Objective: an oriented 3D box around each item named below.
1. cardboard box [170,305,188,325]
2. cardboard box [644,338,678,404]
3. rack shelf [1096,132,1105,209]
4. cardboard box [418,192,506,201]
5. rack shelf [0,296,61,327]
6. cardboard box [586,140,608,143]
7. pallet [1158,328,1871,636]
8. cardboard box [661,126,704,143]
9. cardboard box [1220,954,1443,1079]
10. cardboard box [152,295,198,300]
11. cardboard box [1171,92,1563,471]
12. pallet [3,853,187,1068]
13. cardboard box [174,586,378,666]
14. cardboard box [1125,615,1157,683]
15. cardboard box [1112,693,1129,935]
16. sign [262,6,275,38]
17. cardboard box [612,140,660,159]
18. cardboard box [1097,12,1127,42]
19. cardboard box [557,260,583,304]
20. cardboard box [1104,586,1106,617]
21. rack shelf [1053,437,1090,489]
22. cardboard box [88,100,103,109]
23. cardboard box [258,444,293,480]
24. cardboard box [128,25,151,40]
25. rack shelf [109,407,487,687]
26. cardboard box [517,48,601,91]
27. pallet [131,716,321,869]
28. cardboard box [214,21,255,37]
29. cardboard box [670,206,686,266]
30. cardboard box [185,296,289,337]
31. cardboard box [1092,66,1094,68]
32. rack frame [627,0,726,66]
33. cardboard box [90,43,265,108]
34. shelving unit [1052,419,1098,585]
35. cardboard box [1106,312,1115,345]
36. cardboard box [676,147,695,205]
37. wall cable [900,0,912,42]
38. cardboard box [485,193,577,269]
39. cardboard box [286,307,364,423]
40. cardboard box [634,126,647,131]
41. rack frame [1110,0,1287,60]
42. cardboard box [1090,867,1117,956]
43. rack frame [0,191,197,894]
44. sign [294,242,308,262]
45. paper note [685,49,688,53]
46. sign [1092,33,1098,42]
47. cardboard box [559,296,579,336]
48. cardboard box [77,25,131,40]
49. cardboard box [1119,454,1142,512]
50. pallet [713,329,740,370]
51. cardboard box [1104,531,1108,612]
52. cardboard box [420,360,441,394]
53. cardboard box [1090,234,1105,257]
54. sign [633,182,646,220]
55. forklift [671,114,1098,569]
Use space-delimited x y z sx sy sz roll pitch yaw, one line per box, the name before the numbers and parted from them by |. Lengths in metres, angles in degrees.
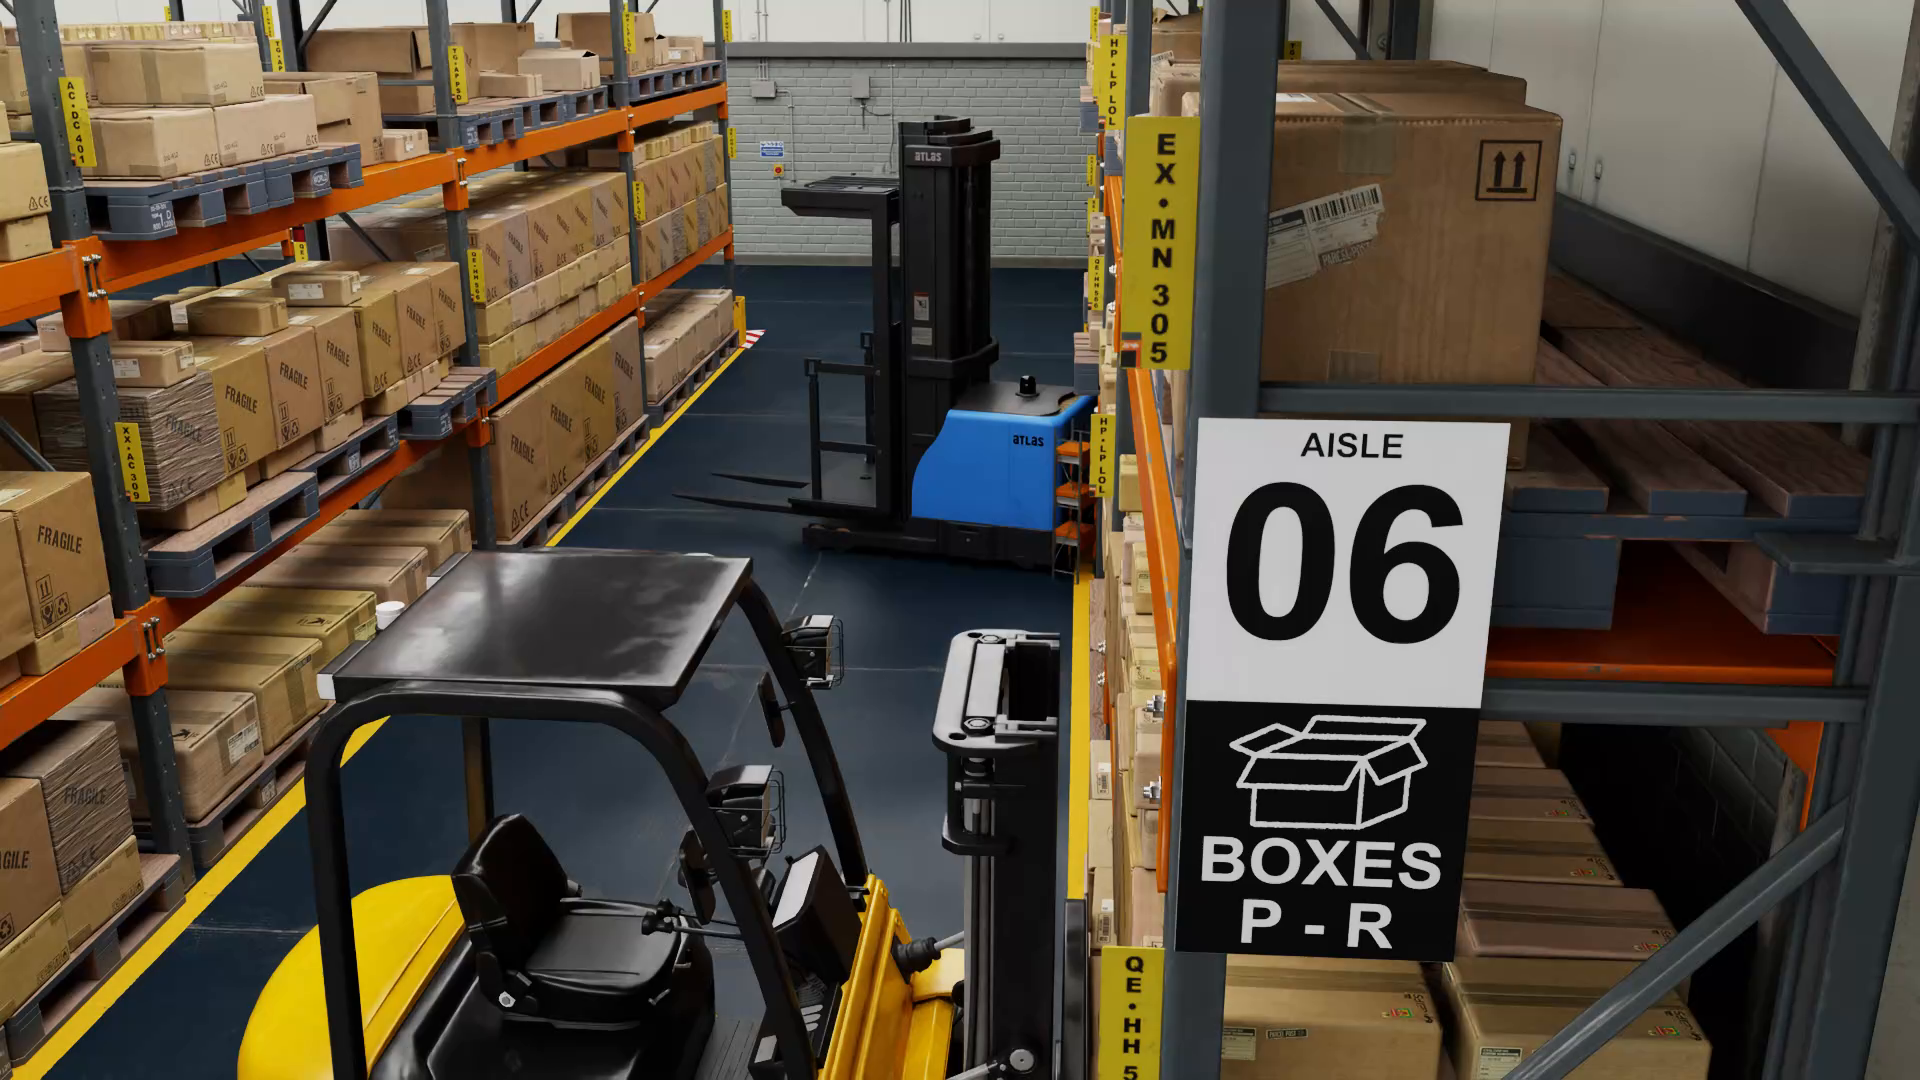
cardboard box | -3.944 -0.923 8.610 0.500 0.500 0.500 1 18 2
cardboard box | -3.136 -1.568 15.332 0.875 0.438 0.875 1 18 3
rack shelf | 1.519 -2.746 11.826 1.077 0.370 4.000 1 18 4
cardboard box | -3.685 -2.311 12.392 0.500 0.500 0.500 1 18 3
rack shelf | -8.376 -1.510 12.869 1.077 0.370 4.000 1 18 4
cardboard box | -3.429 -3.563 15.172 0.380 0.149 0.250 1 18 3
pallet | 0.879 -0.160 2.917 1.003 0.211 1.213 1 18 4
cardboard box | -2.816 -4.112 16.848 0.380 0.149 0.250 2 18 5
cardboard box | 0.618 0.830 2.893 0.380 0.149 0.250 1 18 4
cardboard box | -8.368 -2.524 17.757 0.380 0.149 0.250 1 18 4
cardboard box | 0.591 -0.420 2.575 0.500 0.500 0.500 2 18 6
pallet | -3.875 1.625 6.623 1.003 0.211 1.213 1 18 4
cardboard box | -3.731 0.538 9.010 0.950 0.372 0.625 2 18 6
cardboard box | 0.684 0.335 4.881 0.380 0.149 0.250 1 18 2
cardboard box | 0.684 0.760 4.625 0.500 0.500 0.500 1 18 4
sign | -7.394 -5.543 17.782 0.100 0.325 0.005 1 18 4
cardboard box | -2.949 -3.553 15.141 0.380 0.149 0.250 1 18 4
cardboard box | 1.293 -4.090 13.195 0.396 0.266 0.258 1 18 3
cardboard box | -3.157 -1.942 12.470 0.500 0.250 0.500 2 18 5
cardboard box | 1.318 0.081 9.999 0.875 0.625 0.625 2 18 6
rack shelf | 0.761 -0.507 10.896 0.215 0.259 0.240 11 22 29
cardboard box | -3.923 -1.804 7.362 0.500 0.250 0.500 2 18 5
cardboard box | -3.476 -0.400 8.055 0.380 0.149 0.250 2 18 5
cardboard box | -7.828 -4.746 15.570 0.380 0.149 0.250 2 18 7
rack shelf | -3.719 -0.188 8.836 1.077 0.370 4.000 1 18 4
cardboard box | -3.142 -3.698 13.043 0.500 0.311 0.500 1 18 4
pallet | -3.808 1.174 8.000 1.003 0.211 1.213 1 18 4
cardboard box | -7.677 -5.386 17.525 0.380 0.149 0.250 1 18 3
cardboard box | -2.911 -2.892 15.770 0.500 0.500 0.500 1 18 4
cardboard box | -3.500 -1.084 8.058 0.380 0.149 0.250 2 18 7
cardboard box | 1.174 -3.436 12.343 0.380 0.149 0.250 1 18 3
rack frame | -3.002 -6.487 17.268 1.000 3.000 0.127 1 18 4
cardboard box | -3.395 -2.028 7.241 0.500 0.250 0.500 1 18 3
shelving unit | 0.761 -0.249 10.987 0.215 1.050 0.252 11 22 29
cardboard box | 1.041 -1.222 9.633 0.380 0.149 0.250 2 18 5
cardboard box | -2.884 -3.531 16.115 0.500 0.500 0.500 1 18 4
wall cable | 0.651 -8.186 22.394 2.988 3.039 0.133 1 18 4
cardboard box | -3.178 -2.293 12.337 0.500 0.500 0.500 2 18 5
cardboard box | -3.432 -0.905 8.556 0.500 0.500 0.500 1 18 2
cardboard box | -3.385 -4.120 16.870 0.380 0.149 0.250 1 18 2
rack frame | 1.376 -3.893 9.351 1.000 3.000 0.127 1 18 4
cardboard box | 0.671 1.289 5.307 0.500 0.250 0.500 2 18 6
rack frame | -3.862 0.091 6.828 1.000 3.000 0.127 1 18 4
sign | -4.129 -1.713 10.474 0.100 0.325 0.005 1 18 4
paper note | -2.572 -4.597 15.639 0.006 0.032 0.123 1 18 4
sign | 1.121 -3.965 13.558 0.100 0.325 0.005 1 18 4
cardboard box | -3.195 -1.702 12.542 0.500 0.250 0.500 1 18 4
cardboard box | -7.894 -4.662 15.315 0.380 0.149 0.250 1 18 2
cardboard box | 0.770 -0.204 6.049 0.380 0.149 0.250 2 18 5
pallet | -2.981 -2.061 17.873 1.003 0.211 1.213 1 18 4
cardboard box | 0.864 0.110 7.012 0.500 0.250 0.500 2 18 5
cardboard box | -3.284 -0.960 9.766 0.380 0.149 0.250 1 18 3
cardboard box | 1.312 -1.981 12.317 0.700 0.500 0.500 1 18 4
sign | -2.747 -2.897 14.215 0.100 0.325 0.005 1 18 4
forklift | -0.587 -1.457 11.664 3.031 2.935 1.130 6 19 18
